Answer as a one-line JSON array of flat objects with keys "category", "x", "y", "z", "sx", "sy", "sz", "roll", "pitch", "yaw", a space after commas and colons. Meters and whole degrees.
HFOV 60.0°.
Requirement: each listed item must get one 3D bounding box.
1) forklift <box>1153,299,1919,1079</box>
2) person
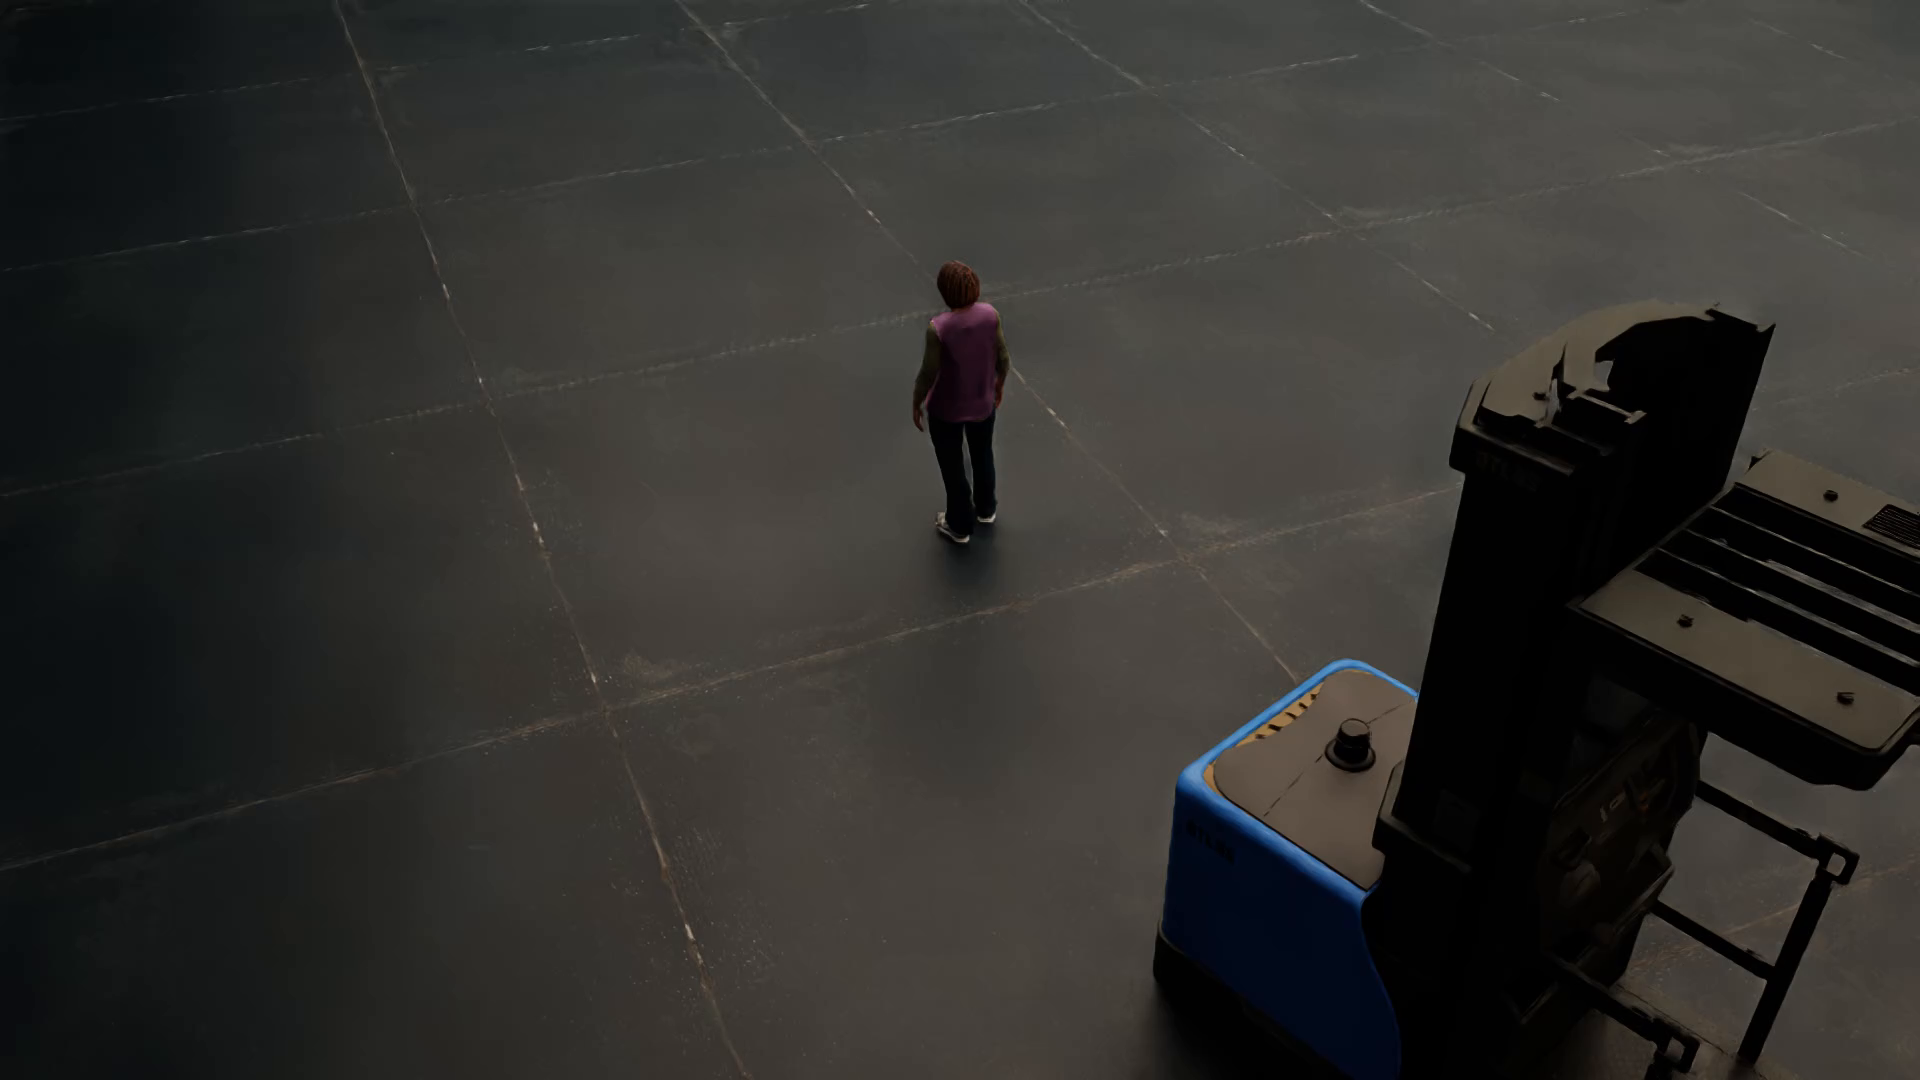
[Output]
[{"category": "forklift", "x": 2.097, "y": 0.913, "z": 4.815, "sx": 1.130, "sy": 2.935, "sz": 3.031, "roll": -28, "pitch": 44, "yaw": -34}, {"category": "person", "x": -0.016, "y": -0.697, "z": 8.223, "sx": 0.520, "sy": 1.591, "sz": 0.474, "roll": -14, "pitch": 38, "yaw": -19}]
